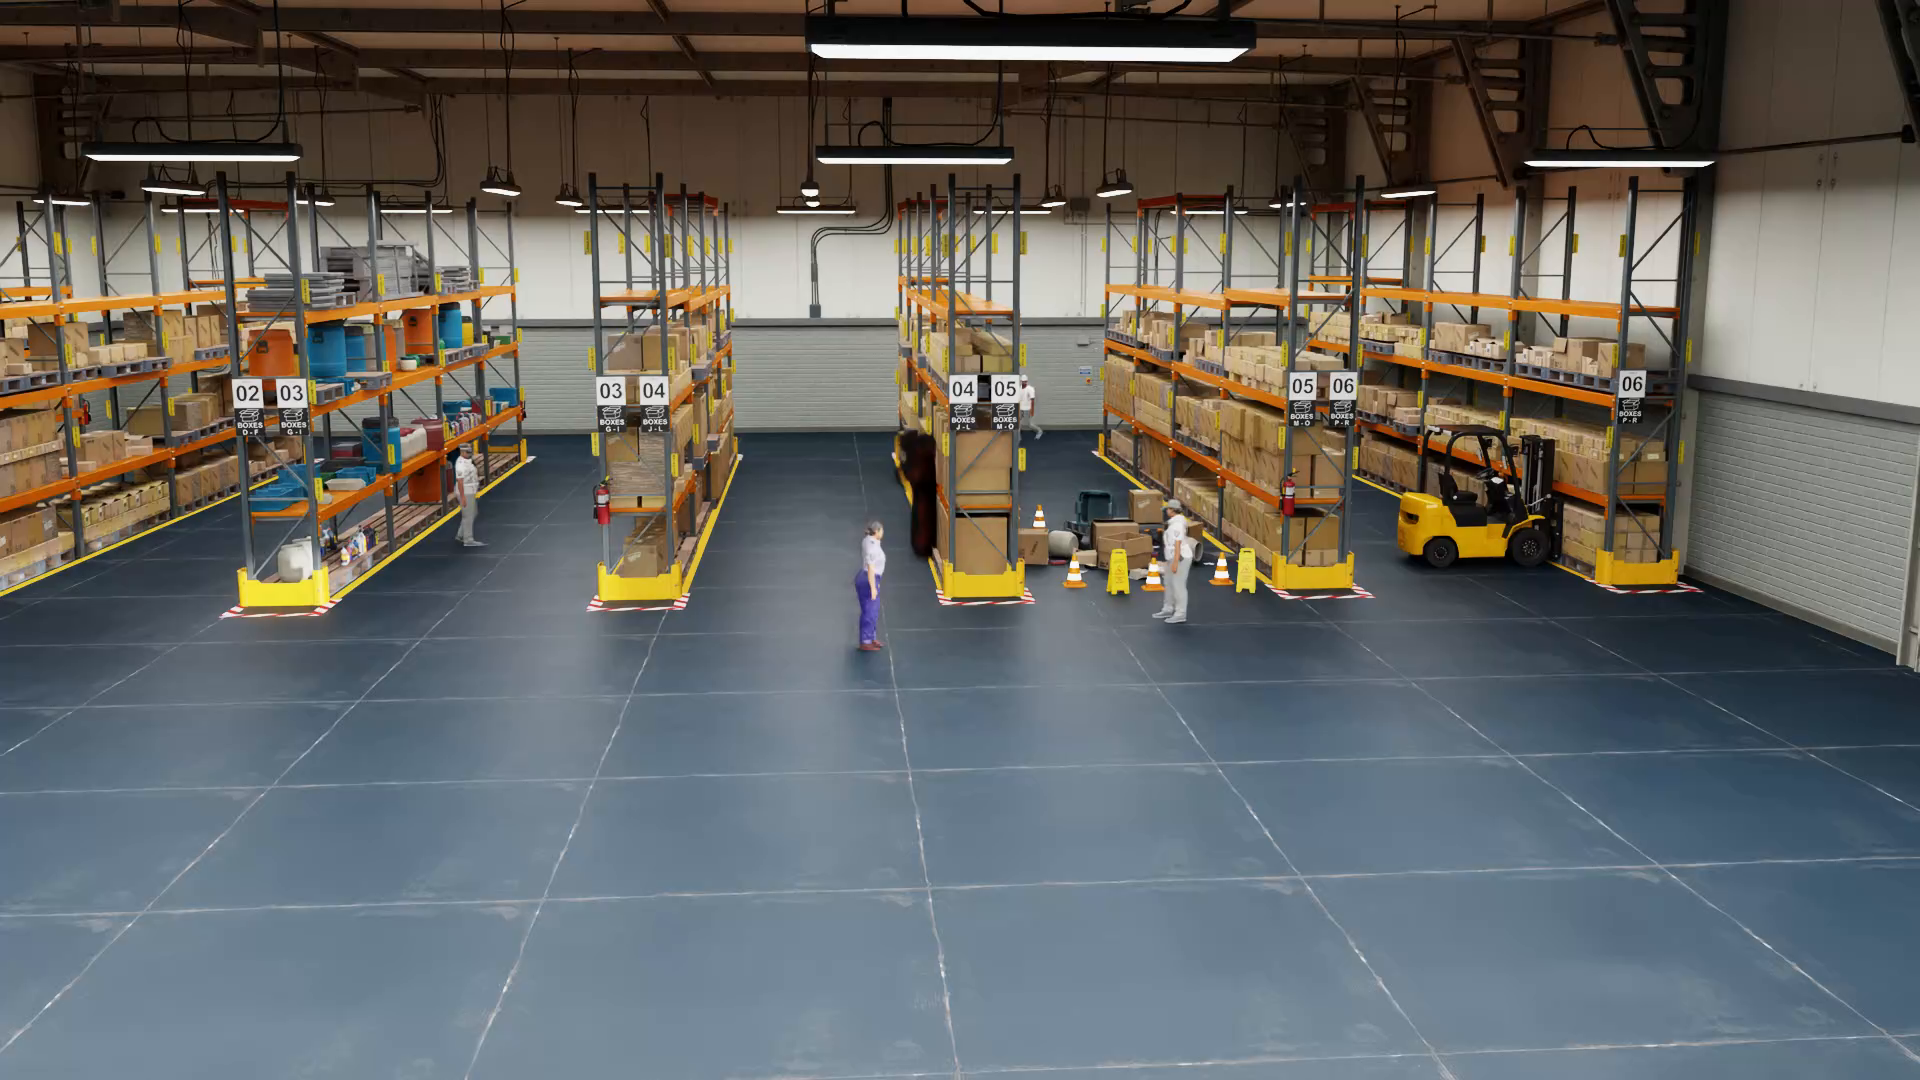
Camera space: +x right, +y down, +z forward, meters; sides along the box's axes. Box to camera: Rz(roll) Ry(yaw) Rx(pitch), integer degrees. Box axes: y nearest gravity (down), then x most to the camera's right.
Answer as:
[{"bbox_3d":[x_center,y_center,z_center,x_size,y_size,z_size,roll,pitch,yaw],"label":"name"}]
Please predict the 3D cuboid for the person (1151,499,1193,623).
[{"bbox_3d":[2.876,0.274,22.393,0.472,1.669,0.553,-1,10,-7],"label":"person"}]

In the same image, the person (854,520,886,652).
[{"bbox_3d":[-1.123,0.571,20.819,0.395,1.643,0.504,-1,10,-5],"label":"person"}]

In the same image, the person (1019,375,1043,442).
[{"bbox_3d":[1.673,-3.407,42.971,0.898,1.727,0.693,-6,12,-32],"label":"person"}]

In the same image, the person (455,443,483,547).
[{"bbox_3d":[-8.292,-0.770,27.997,0.446,1.755,0.561,-4,11,-19],"label":"person"}]

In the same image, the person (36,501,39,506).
[{"bbox_3d":[-16.735,-1.056,30.025,0.345,1.699,0.461,-2,10,-8],"label":"person"}]
